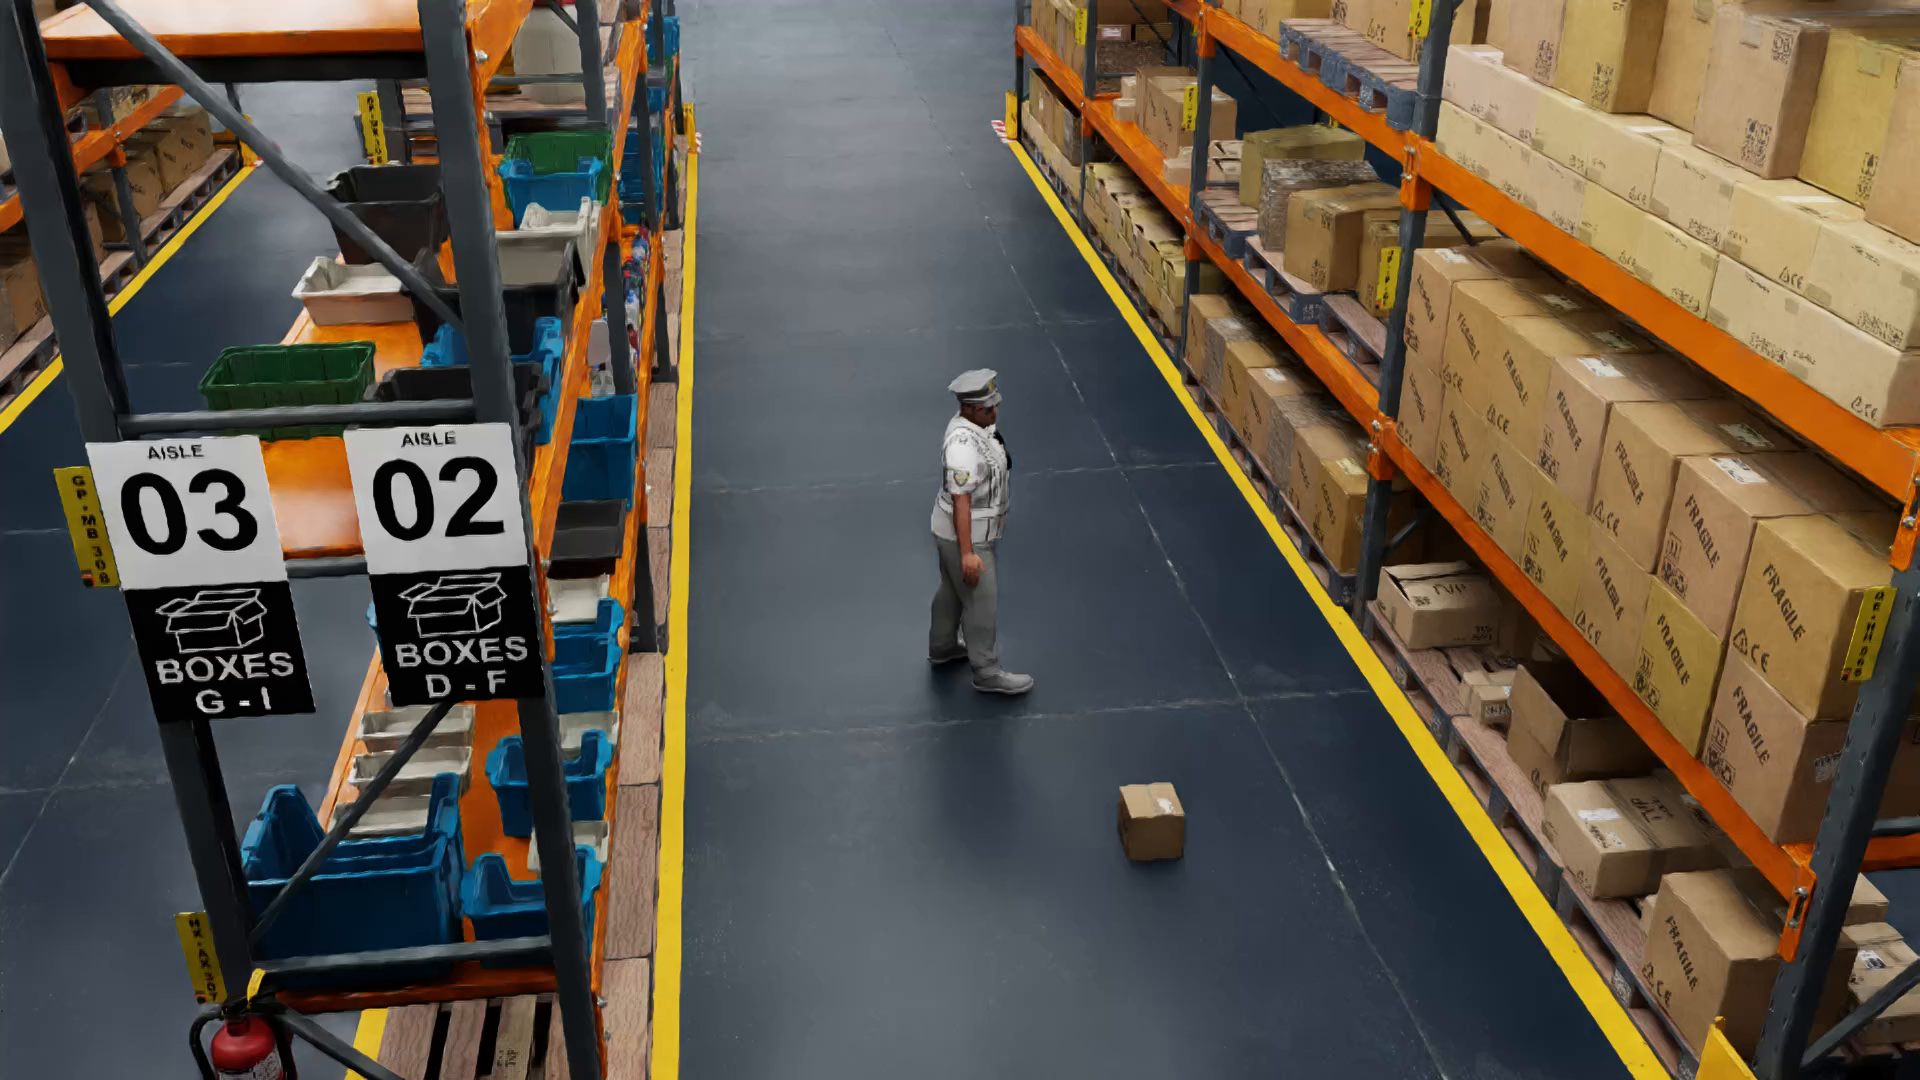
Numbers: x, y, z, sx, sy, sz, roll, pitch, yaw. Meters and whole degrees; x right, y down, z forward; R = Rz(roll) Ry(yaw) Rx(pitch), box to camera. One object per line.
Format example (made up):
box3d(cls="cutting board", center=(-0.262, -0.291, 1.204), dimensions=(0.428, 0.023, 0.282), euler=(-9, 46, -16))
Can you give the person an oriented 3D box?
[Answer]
box3d(cls="person", center=(0.107, -0.043, 8.636), dimensions=(0.585, 1.752, 0.672), euler=(1, 27, 2))
